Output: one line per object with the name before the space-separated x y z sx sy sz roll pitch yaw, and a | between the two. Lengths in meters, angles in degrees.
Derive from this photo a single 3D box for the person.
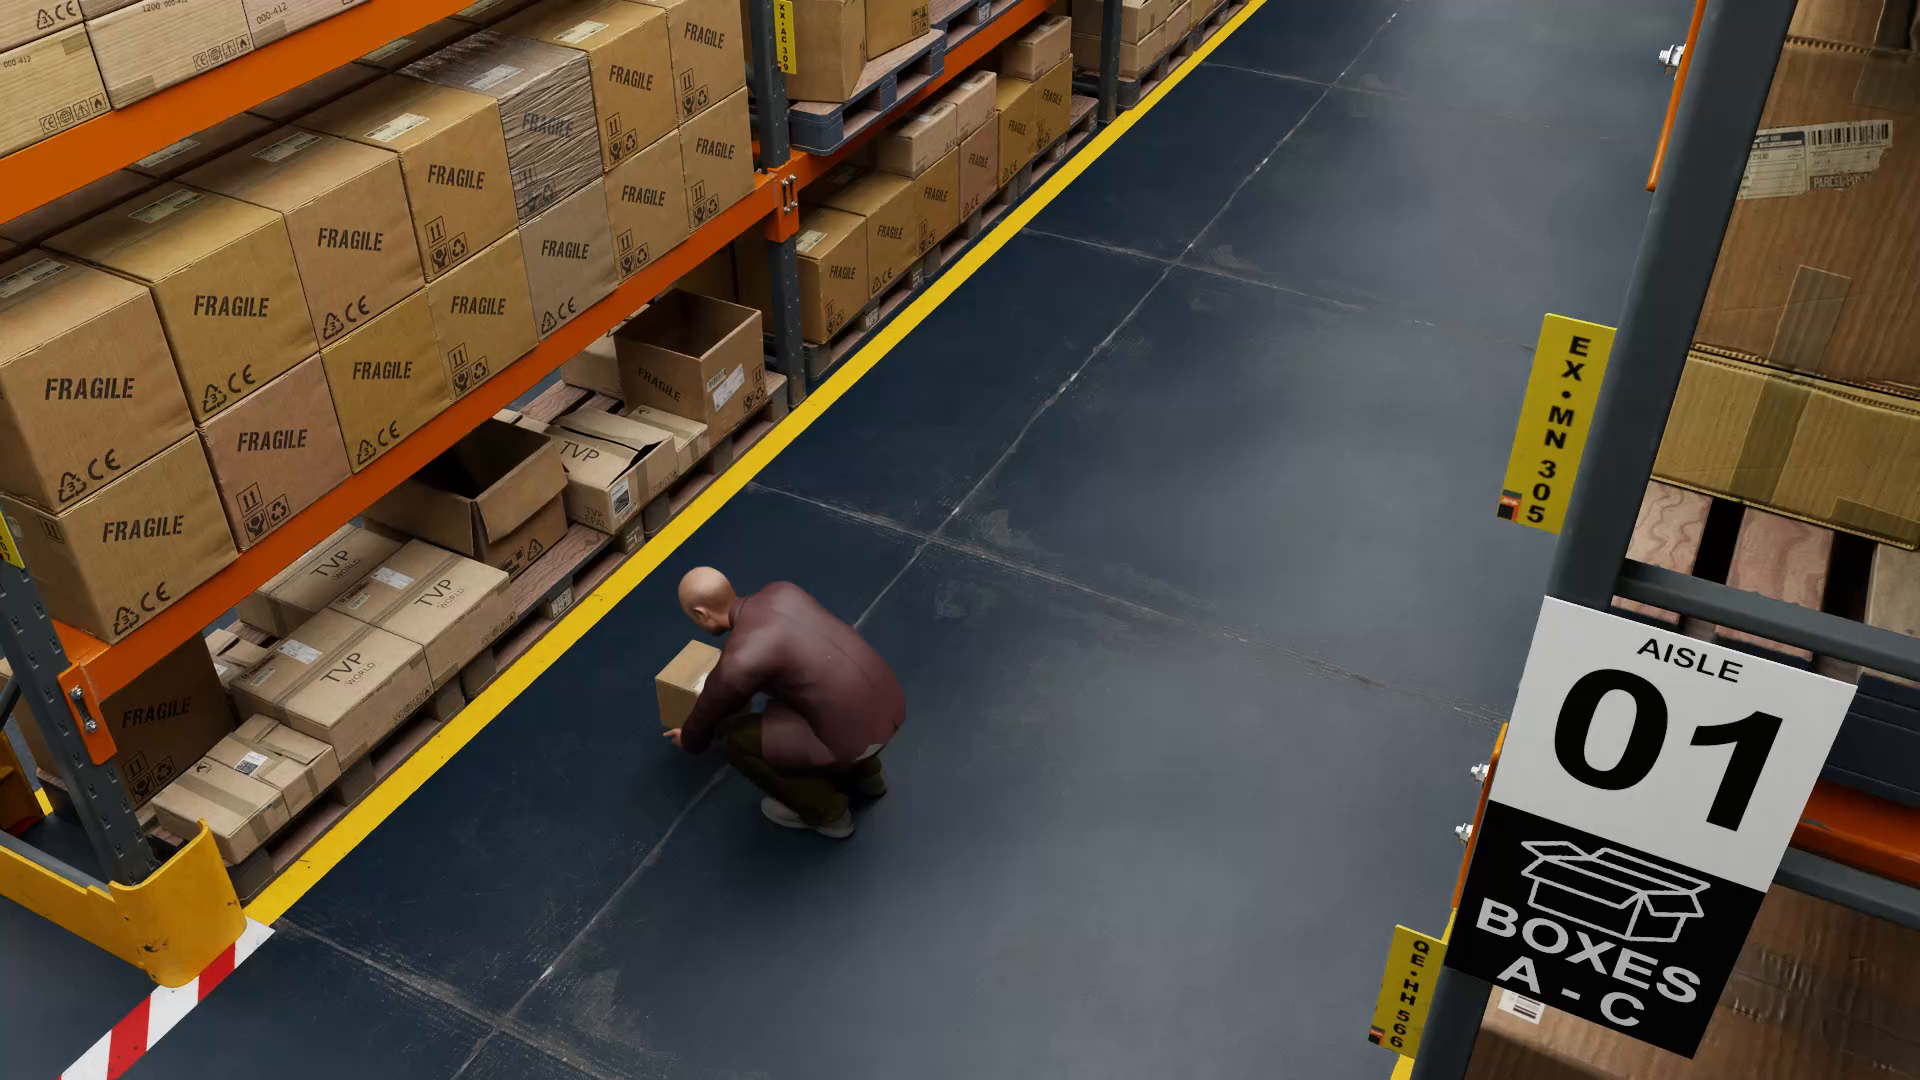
person | -0.642 0.559 6.067 0.918 1.010 0.611 17 41 21
